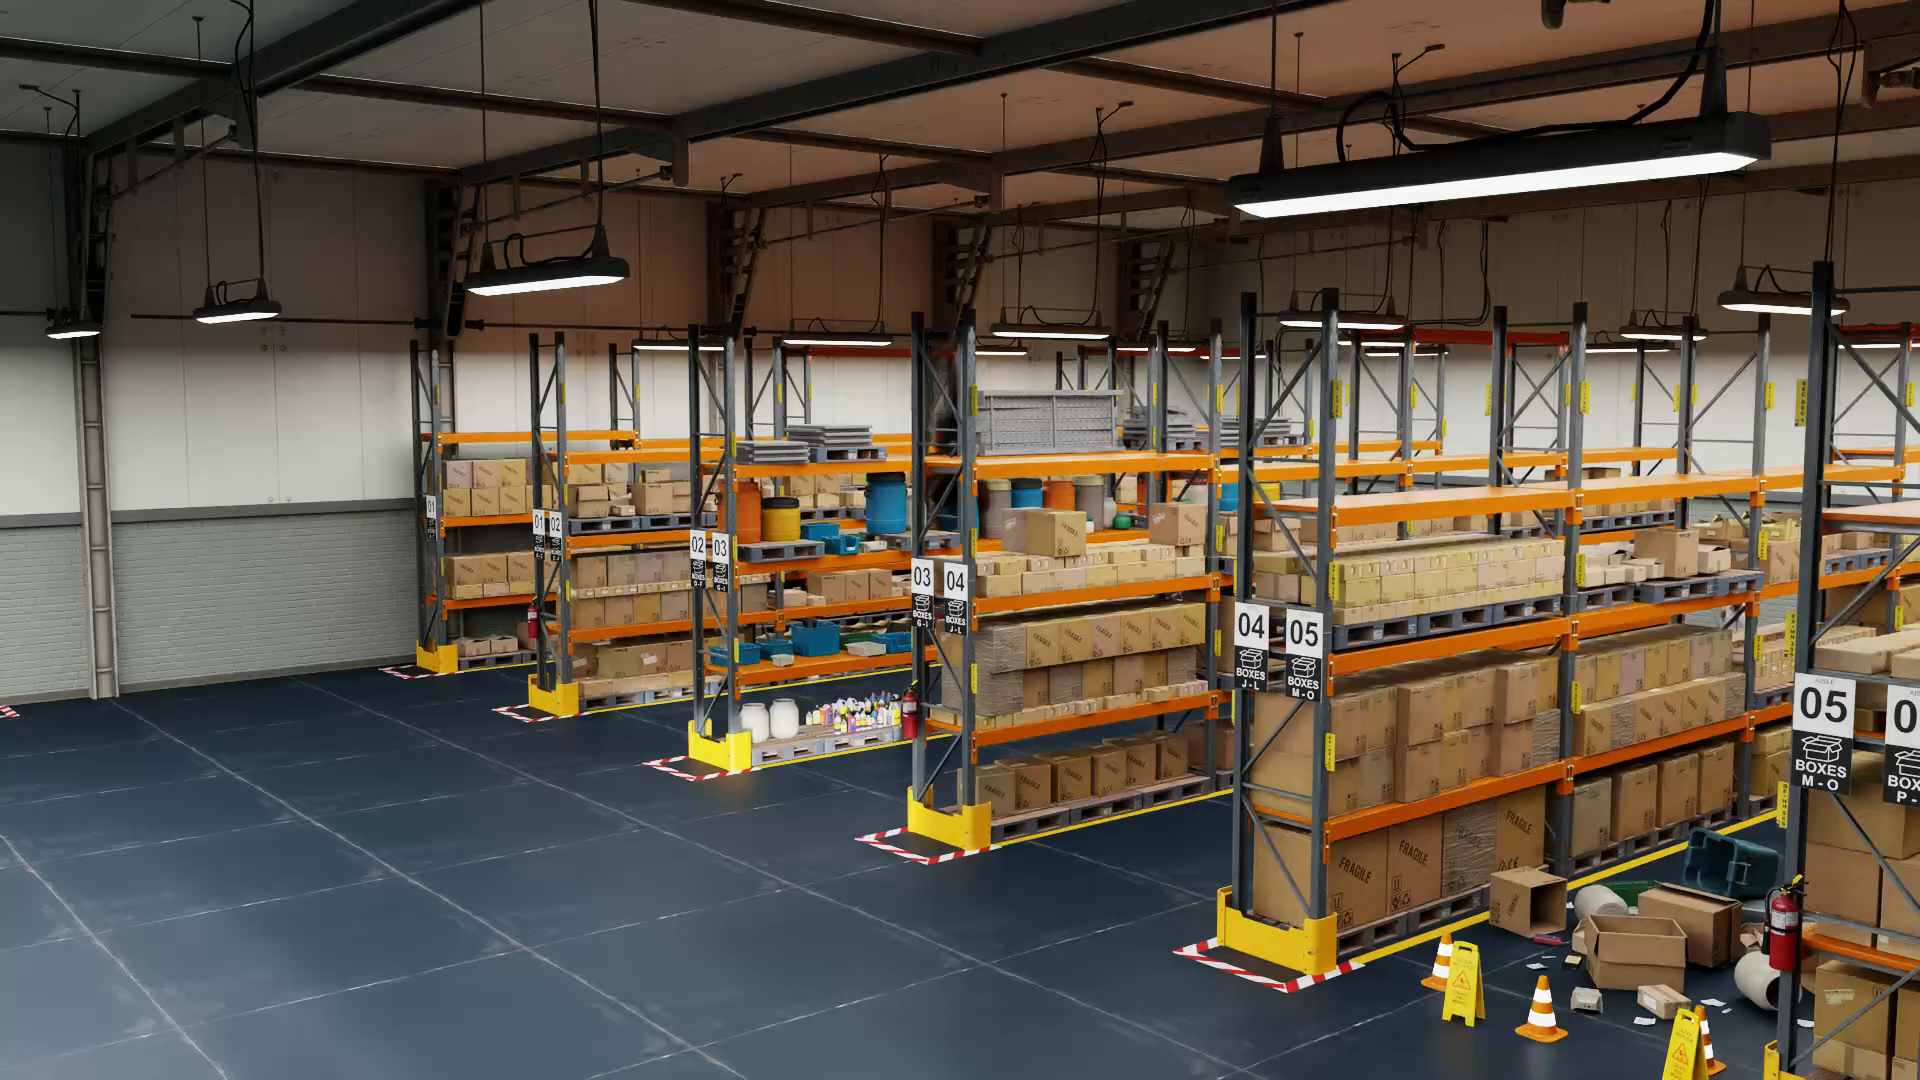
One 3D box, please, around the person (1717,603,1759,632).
[{"bbox_3d":[13.437,1.679,28.750,0.658,1.718,0.871,3,6,25],"label":"person"}]
